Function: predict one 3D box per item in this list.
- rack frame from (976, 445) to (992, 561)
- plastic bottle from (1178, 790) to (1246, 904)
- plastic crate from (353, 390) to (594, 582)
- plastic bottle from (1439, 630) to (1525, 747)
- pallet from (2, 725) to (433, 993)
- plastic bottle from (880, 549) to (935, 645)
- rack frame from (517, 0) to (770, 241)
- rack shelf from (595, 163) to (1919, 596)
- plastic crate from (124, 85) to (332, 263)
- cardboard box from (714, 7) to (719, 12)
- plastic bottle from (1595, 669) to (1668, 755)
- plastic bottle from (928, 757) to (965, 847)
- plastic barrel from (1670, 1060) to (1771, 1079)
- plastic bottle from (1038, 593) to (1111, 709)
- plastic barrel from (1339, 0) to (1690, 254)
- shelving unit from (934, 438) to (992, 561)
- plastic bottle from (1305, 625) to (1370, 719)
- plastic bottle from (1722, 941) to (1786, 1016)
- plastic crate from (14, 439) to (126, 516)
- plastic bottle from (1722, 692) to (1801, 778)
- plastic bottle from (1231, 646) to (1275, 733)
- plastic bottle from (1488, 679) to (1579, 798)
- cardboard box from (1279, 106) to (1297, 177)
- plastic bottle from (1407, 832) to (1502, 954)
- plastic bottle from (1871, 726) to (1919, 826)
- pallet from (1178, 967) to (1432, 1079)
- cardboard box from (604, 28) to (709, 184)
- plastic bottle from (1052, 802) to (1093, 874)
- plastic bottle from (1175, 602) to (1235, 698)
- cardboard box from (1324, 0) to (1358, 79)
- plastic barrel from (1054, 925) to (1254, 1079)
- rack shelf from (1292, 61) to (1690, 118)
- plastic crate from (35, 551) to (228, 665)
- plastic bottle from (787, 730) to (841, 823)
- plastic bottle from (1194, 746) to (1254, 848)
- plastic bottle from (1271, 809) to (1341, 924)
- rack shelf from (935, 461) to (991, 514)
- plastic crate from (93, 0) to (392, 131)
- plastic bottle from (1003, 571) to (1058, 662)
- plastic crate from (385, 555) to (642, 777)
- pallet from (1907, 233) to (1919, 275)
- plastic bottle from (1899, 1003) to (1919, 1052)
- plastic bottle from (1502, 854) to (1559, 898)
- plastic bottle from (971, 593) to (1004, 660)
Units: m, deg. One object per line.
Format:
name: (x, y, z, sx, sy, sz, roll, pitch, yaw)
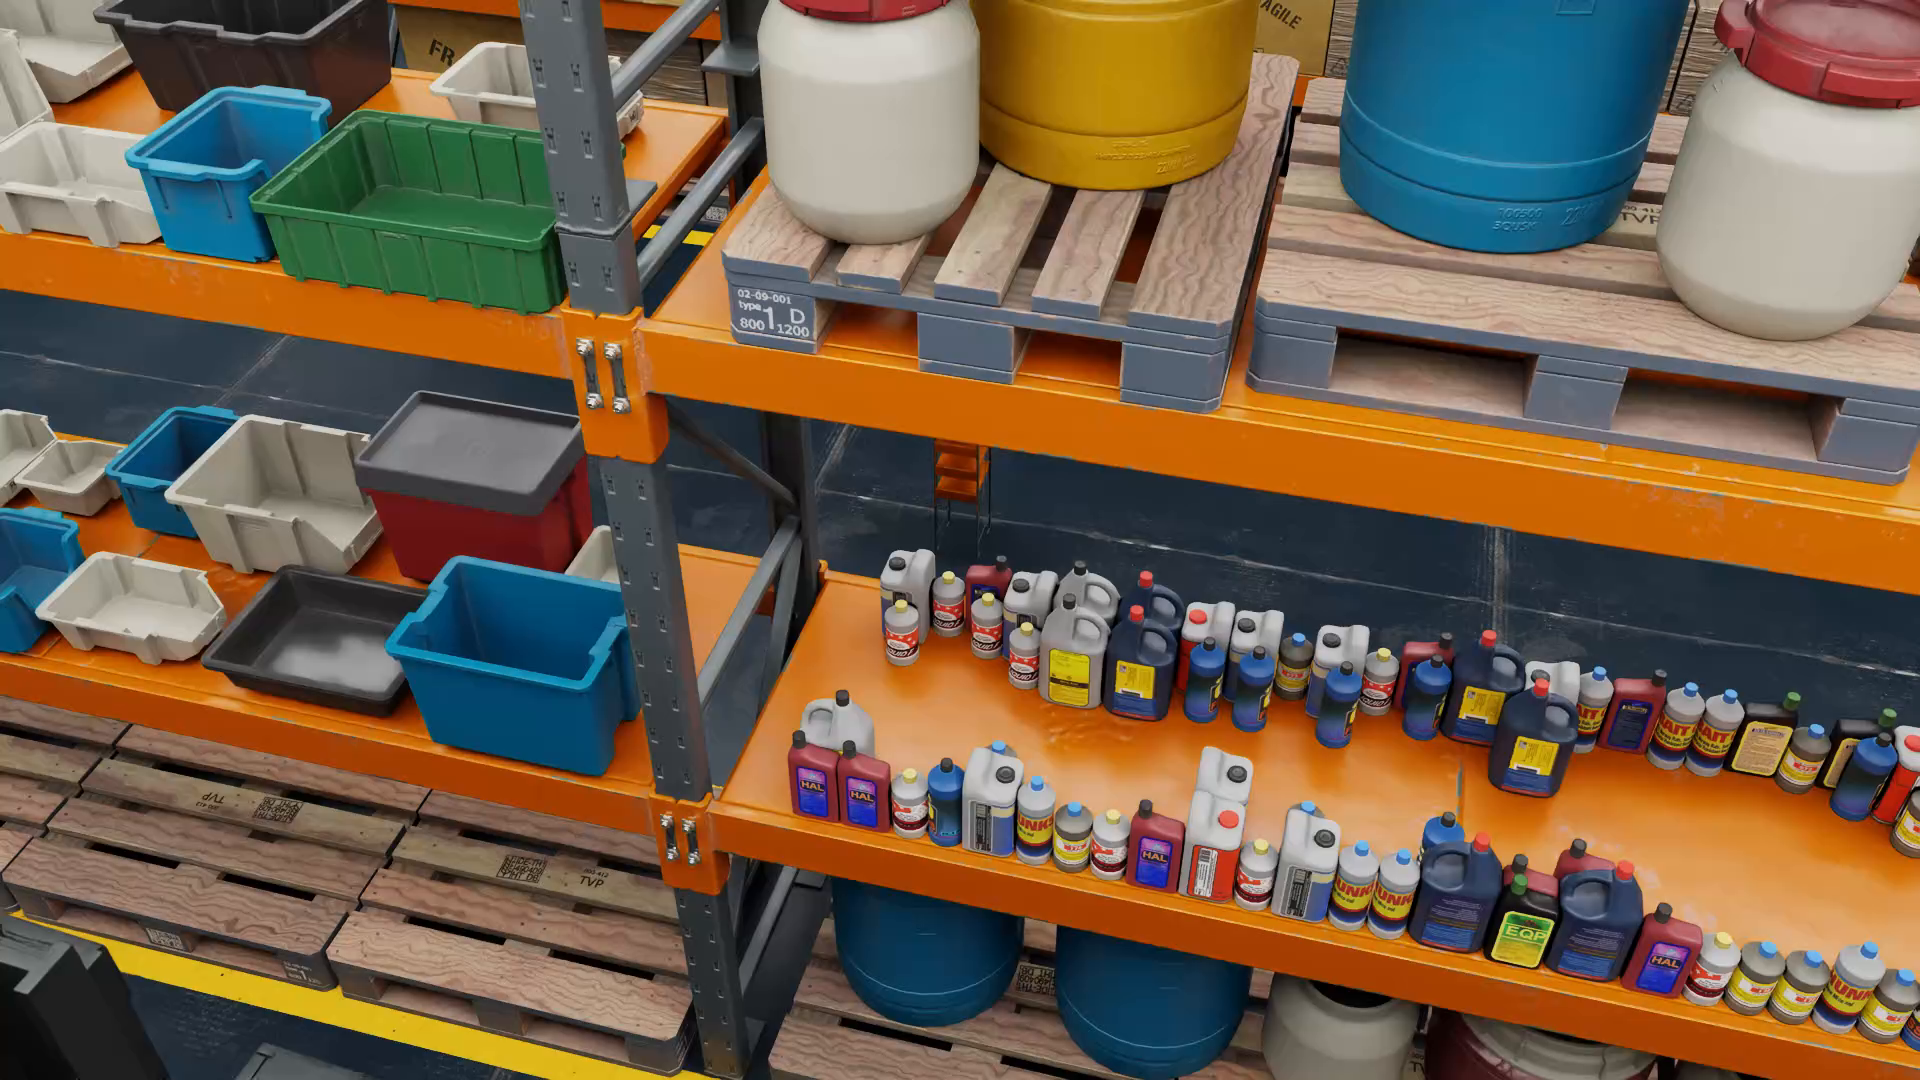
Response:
rack frame: (0.102, -0.442, 6.843, 0.006, 1.200, 0.240, 10, 41, 11)
plastic bottle: (0.627, 0.751, 4.120, 0.135, 0.276, 0.152, 10, 41, 11)
plastic crate: (-1.414, -0.116, 4.959, 0.583, 0.464, 0.402, 10, 41, 11)
plastic bottle: (1.420, 0.387, 4.495, 0.185, 0.351, 0.144, 10, 41, 11)
pallet: (-2.519, 1.004, 5.890, 1.213, 0.211, 1.003, 10, 41, 11)
plastic bottle: (-0.152, 0.148, 4.838, 0.135, 0.276, 0.152, 10, 41, 11)
rack frame: (-0.616, -2.061, 2.707, 0.127, 3.000, 1.000, 10, 41, 11)
rack shelf: (1.316, -0.305, 3.508, 4.000, 0.370, 1.077, 10, 41, 11)
plastic crate: (-1.578, -0.802, 3.670, 0.300, 0.233, 0.416, 10, 41, 11)
cardboard box: (-1.202, -2.849, 8.505, 0.250, 0.149, 0.380, 10, 41, 12)
plastic bottle: (1.809, 0.452, 4.470, 0.133, 0.283, 0.061, 10, 41, 11)
plastic bottle: (-0.033, 0.657, 4.235, 0.097, 0.271, 0.097, 0, 40, 0)
plastic barrel: (2.202, 1.584, 4.640, 0.421, 0.512, 0.421, 0, 40, 0)
plastic bottle: (0.319, 0.294, 4.606, 0.185, 0.351, 0.144, 10, 41, 11)
plastic barrel: (1.072, -1.077, 3.151, 0.708, 0.901, 0.600, 10, 41, 11)
shelving unit: (0.014, -0.457, 6.861, 0.189, 1.200, 0.258, 10, 41, 11)
plastic bottle: (1.042, 0.354, 4.593, 0.135, 0.276, 0.152, 10, 41, 11)
plastic bottle: (1.853, 1.009, 3.871, 0.097, 0.201, 0.097, 0, 40, 0)
plastic crate: (-2.804, -0.202, 5.317, 0.250, 0.136, 0.298, 10, 41, 11)
plastic bottle: (2.126, 0.507, 4.405, 0.133, 0.283, 0.061, 10, 41, 11)
plastic bottle: (0.804, 0.397, 4.545, 0.097, 0.271, 0.097, 0, 40, 0)
plastic bottle: (1.511, 0.504, 4.356, 0.185, 0.351, 0.144, 10, 41, 11)
cardboard box: (1.287, -2.094, 8.737, 0.875, 0.875, 1.225, 10, 41, 12)
plastic bottle: (1.192, 0.822, 3.977, 0.185, 0.351, 0.144, 10, 41, 11)
plastic bottle: (2.466, 0.599, 4.301, 0.135, 0.276, 0.152, 10, 41, 11)
pallet: (1.300, 1.659, 5.110, 1.213, 0.211, 1.003, 10, 41, 11)
cardboard box: (-1.682, -2.645, 9.393, 0.875, 0.875, 0.875, 10, 41, 11)
plastic bottle: (0.285, 0.739, 4.192, 0.097, 0.201, 0.097, 0, 40, 0)
plastic bottle: (0.688, 0.293, 4.666, 0.135, 0.276, 0.152, 10, 41, 11)
cardboard box: (2.013, -2.481, 7.794, 0.500, 0.500, 0.500, 9, 41, 10)
plastic barrel: (0.589, 1.097, 4.916, 0.708, 0.901, 0.600, 10, 41, 11)
rack shelf: (2.596, -2.233, 8.136, 4.000, 0.370, 1.077, 10, 41, 11)
plastic crate: (-2.376, 0.211, 4.825, 0.466, 0.136, 0.293, 10, 41, 11)
plastic bottle: (-0.372, 0.607, 4.286, 0.133, 0.283, 0.061, 10, 41, 11)
plastic bottle: (0.666, 0.656, 4.232, 0.135, 0.276, 0.152, 10, 41, 11)
plastic bottle: (0.851, 0.790, 4.074, 0.135, 0.276, 0.152, 10, 41, 11)
rack shelf: (0.014, -0.239, 7.044, 0.180, 0.103, 0.258, 10, 41, 11)
plastic crate: (-1.746, -1.240, 4.163, 0.590, 0.269, 0.497, 10, 41, 11)
plastic bottle: (0.201, 0.209, 4.765, 0.135, 0.276, 0.152, 10, 41, 11)
plastic crate: (-1.156, 0.353, 4.463, 0.575, 0.384, 0.392, 10, 41, 11)
pallet: (2.534, -0.363, 3.165, 1.213, 0.211, 1.003, 10, 41, 11)
plastic bottle: (2.229, 1.047, 3.771, 0.097, 0.271, 0.097, 0, 40, 0)
plastic bottle: (1.351, 0.863, 3.981, 0.133, 0.283, 0.061, 10, 41, 11)
plastic bottle: (0.080, 0.239, 4.788, 0.097, 0.201, 0.097, 0, 40, 0)
